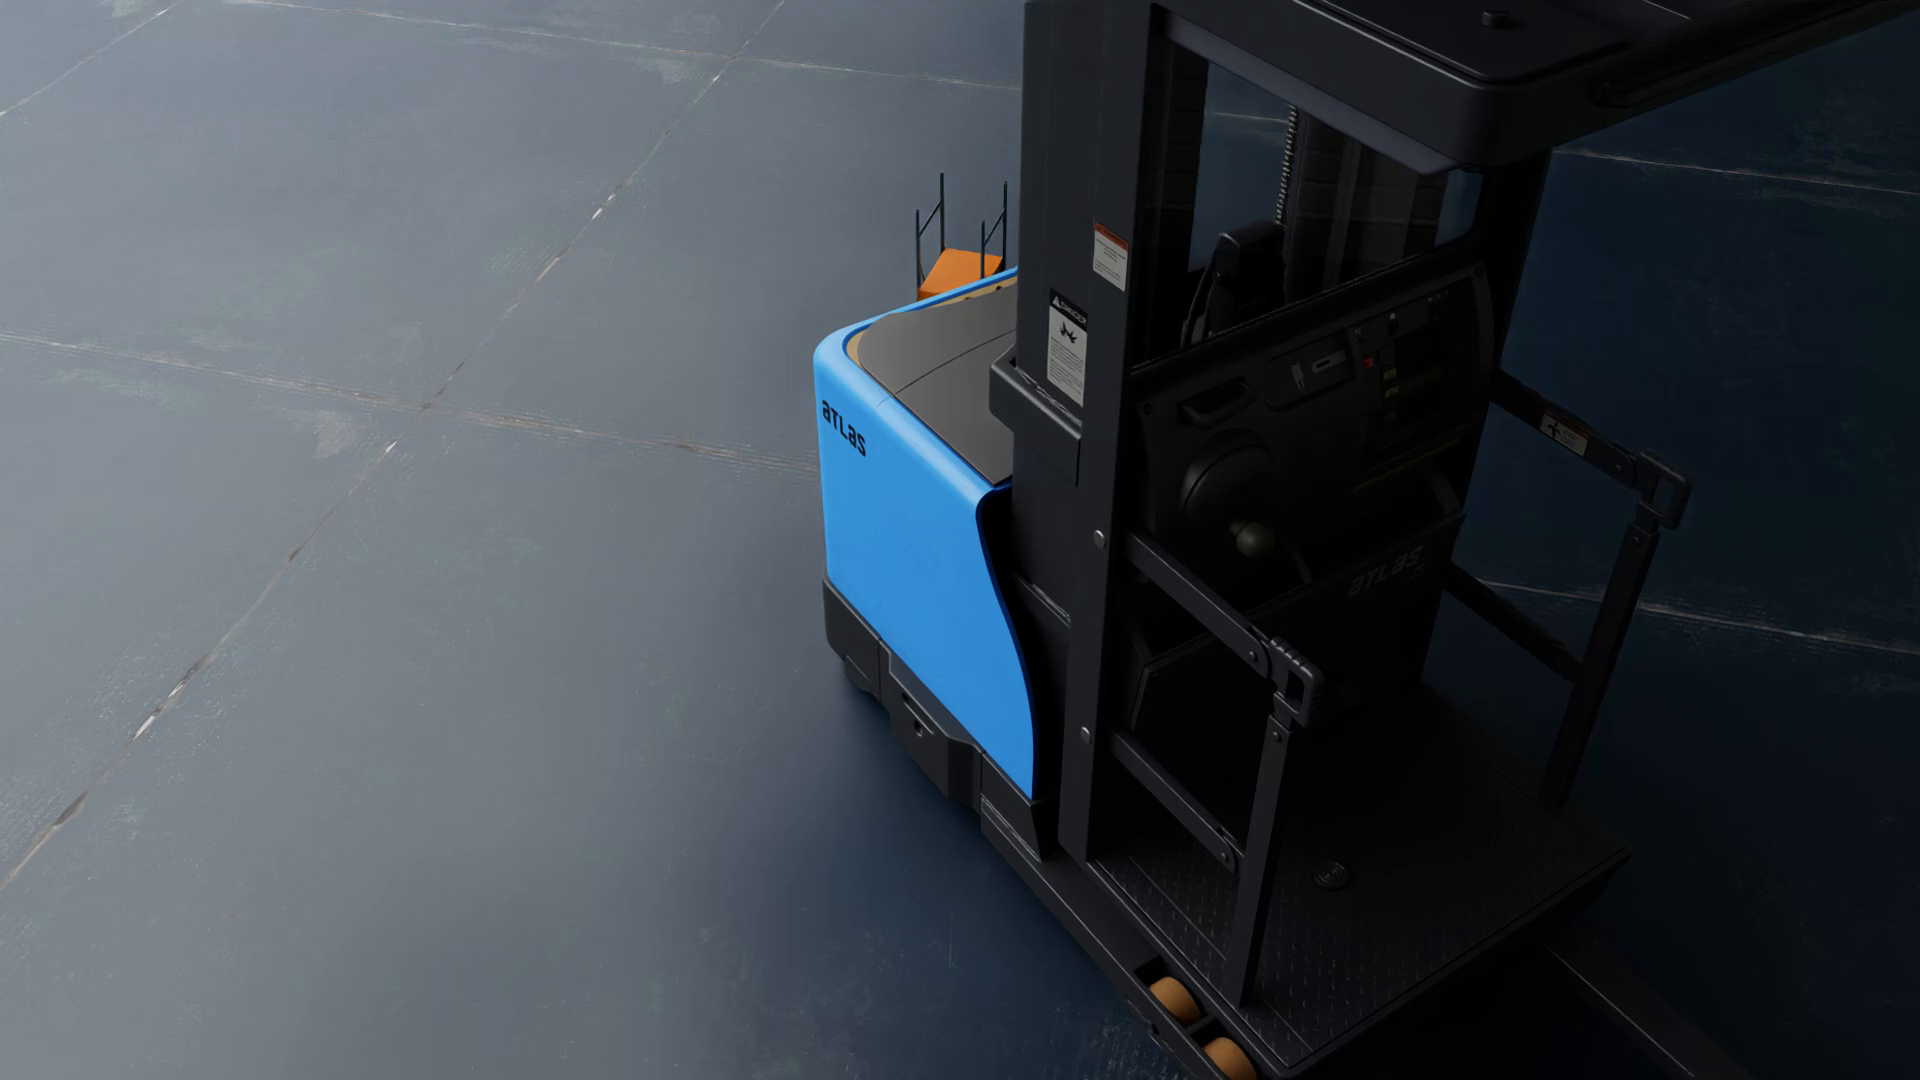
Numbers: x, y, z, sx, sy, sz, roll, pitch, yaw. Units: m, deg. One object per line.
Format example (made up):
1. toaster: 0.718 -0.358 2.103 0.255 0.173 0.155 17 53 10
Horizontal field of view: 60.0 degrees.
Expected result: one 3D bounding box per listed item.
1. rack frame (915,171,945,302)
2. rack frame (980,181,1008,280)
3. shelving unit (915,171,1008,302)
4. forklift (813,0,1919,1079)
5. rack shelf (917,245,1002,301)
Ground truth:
1. rack frame: -0.082 -0.487 4.896 0.006 1.200 0.240 11 41 13
2. rack frame: 0.093 -0.452 4.855 0.006 1.200 0.240 11 41 13
3. shelving unit: 0.005 -0.469 4.876 0.189 1.200 0.258 11 41 13
4. forklift: 0.850 -0.195 3.203 1.130 2.935 3.031 -23 45 -25
5. rack shelf: 0.005 -0.711 4.673 0.180 0.103 0.258 11 41 13
